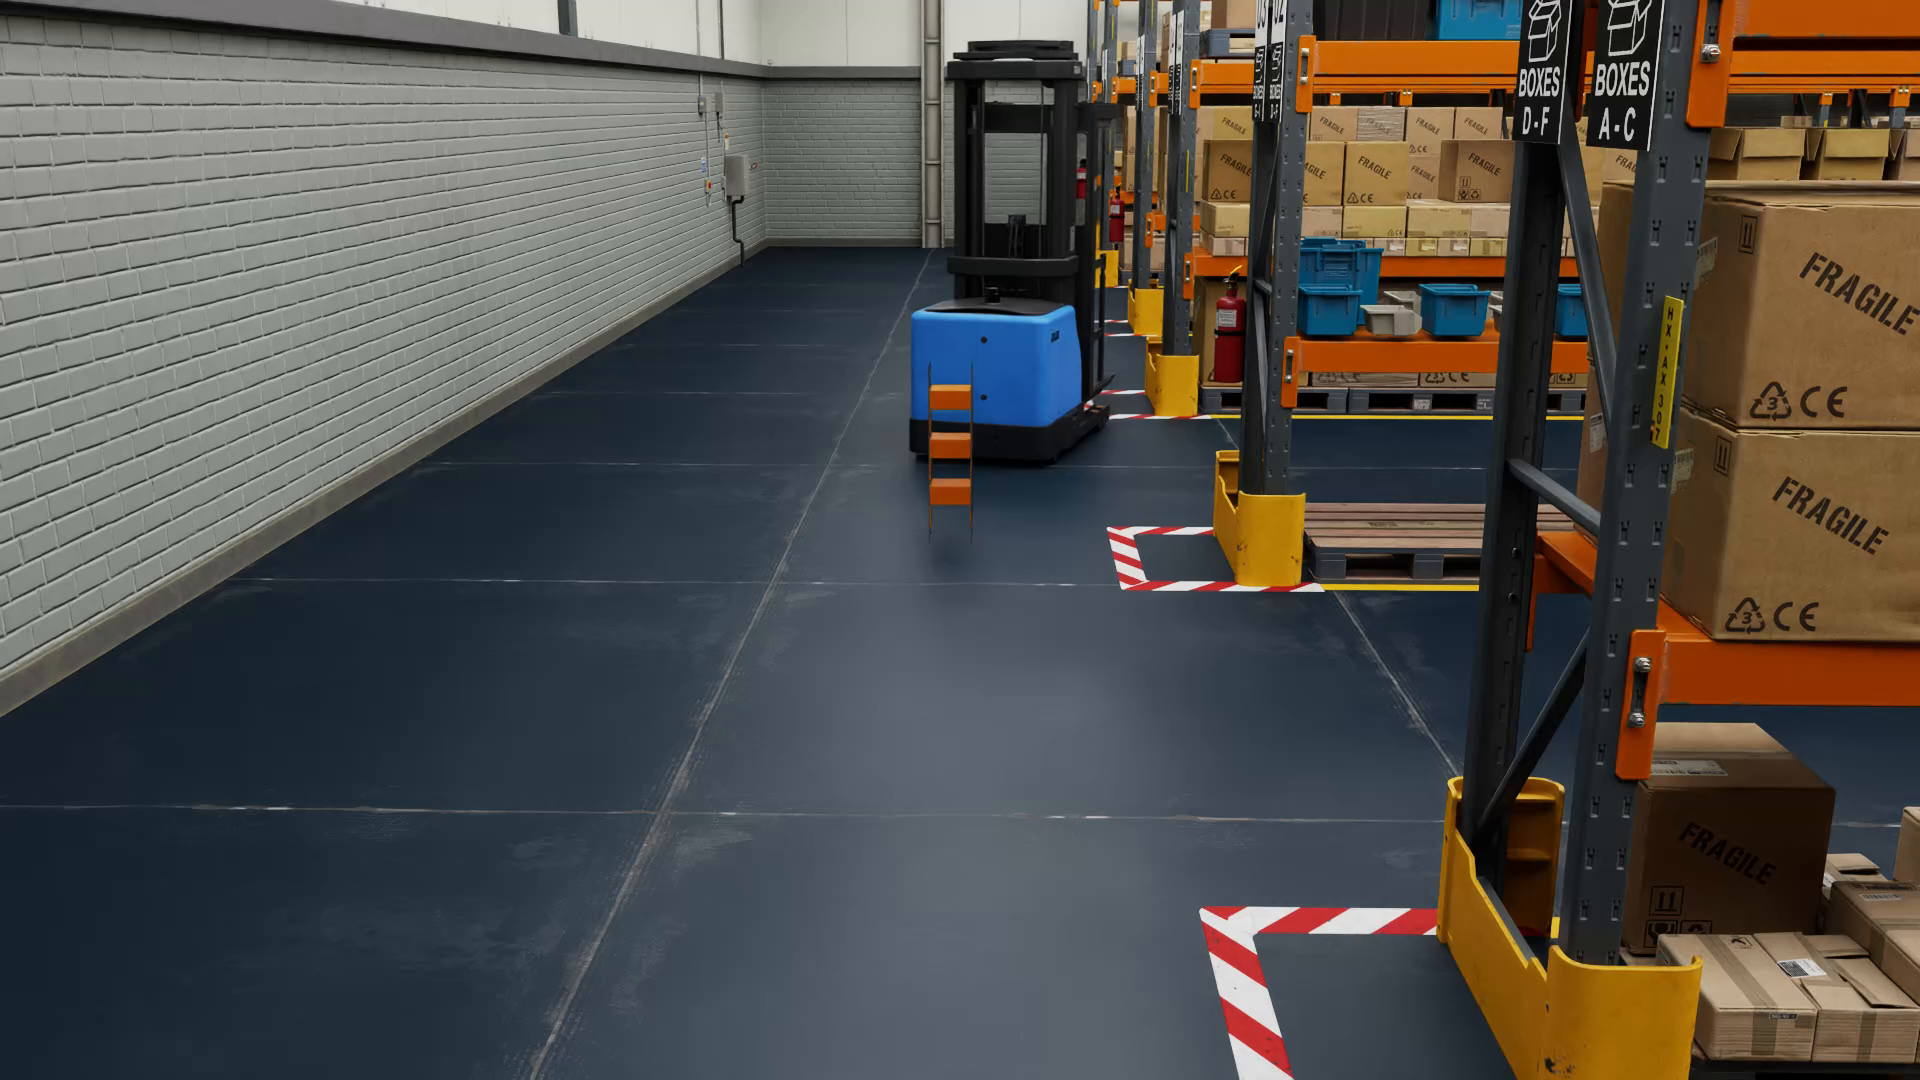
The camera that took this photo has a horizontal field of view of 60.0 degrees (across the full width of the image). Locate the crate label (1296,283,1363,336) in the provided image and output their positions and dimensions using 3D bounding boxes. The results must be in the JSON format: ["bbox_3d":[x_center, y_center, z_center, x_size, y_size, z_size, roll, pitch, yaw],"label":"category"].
[{"bbox_3d":[1.937,-1.215,8.774,0.303,0.233,0.416,0,15,1],"label":"crate label"}]

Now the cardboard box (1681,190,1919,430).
[{"bbox_3d":[2.005,-0.551,3.891,0.500,0.500,0.500,1,15,3],"label":"cardboard box"}]

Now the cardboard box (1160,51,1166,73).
[{"bbox_3d":[2.514,-5.322,18.545,0.500,0.250,0.500,0,15,0],"label":"cardboard box"}]

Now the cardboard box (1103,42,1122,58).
[{"bbox_3d":[2.638,-8.105,27.531,0.500,0.250,0.500,0,15,1],"label":"cardboard box"}]

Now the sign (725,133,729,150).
[{"bbox_3d":[-3.569,-6.095,25.441,0.001,0.242,0.339,0,15,1],"label":"sign"}]

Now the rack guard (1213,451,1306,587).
[{"bbox_3d":[1.674,-0.140,9.392,0.348,0.500,1.175,0,15,1],"label":"rack guard"}]

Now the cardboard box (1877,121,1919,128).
[{"bbox_3d":[10.498,-4.354,18.306,0.500,0.500,0.700,0,15,1],"label":"cardboard box"}]

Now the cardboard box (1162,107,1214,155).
[{"bbox_3d":[2.494,-4.484,18.218,0.500,0.500,0.500,0,15,1],"label":"cardboard box"}]

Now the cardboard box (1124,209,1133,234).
[{"bbox_3d":[2.810,-5.376,28.408,0.637,0.503,0.797,0,15,-1],"label":"cardboard box"}]

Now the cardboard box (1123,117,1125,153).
[{"bbox_3d":[2.566,-5.732,23.529,0.500,0.500,0.500,1,15,3],"label":"cardboard box"}]

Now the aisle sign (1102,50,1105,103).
[{"bbox_3d":[2.014,-6.479,23.421,0.004,0.787,0.394,0,15,1],"label":"aisle sign"}]

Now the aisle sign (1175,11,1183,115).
[{"bbox_3d":[1.745,-3.796,13.253,0.004,0.787,0.394,0,15,1],"label":"aisle sign"}]

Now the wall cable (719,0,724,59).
[{"bbox_3d":[-3.485,-8.929,25.968,0.133,3.039,2.988,0,15,1],"label":"wall cable"}]

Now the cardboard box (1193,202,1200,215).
[{"bbox_3d":[2.623,-3.681,18.405,0.250,0.149,0.380,1,15,3],"label":"cardboard box"}]

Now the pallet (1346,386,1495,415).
[{"bbox_3d":[3.842,-1.273,14.251,1.213,0.211,1.003,0,15,1],"label":"pallet"}]

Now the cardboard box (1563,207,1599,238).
[{"bbox_3d":[4.858,-2.599,13.523,0.500,0.250,0.500,1,15,3],"label":"cardboard box"}]

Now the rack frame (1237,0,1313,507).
[{"bbox_3d":[1.698,-1.352,9.085,0.127,3.000,1.000,0,15,1],"label":"rack frame"}]

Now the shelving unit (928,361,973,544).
[{"bbox_3d":[-0.054,-0.508,9.707,0.252,1.050,0.215,0,15,1],"label":"shelving unit"}]

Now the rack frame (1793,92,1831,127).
[{"bbox_3d":[14.197,-6.330,27.953,0.127,3.000,1.000,0,15,1],"label":"rack frame"}]

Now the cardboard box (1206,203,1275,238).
[{"bbox_3d":[2.298,-2.615,13.581,0.500,0.250,0.500,0,15,0],"label":"cardboard box"}]

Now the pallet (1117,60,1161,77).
[{"bbox_3d":[2.820,-6.548,23.072,1.213,0.211,1.003,0,15,1],"label":"pallet"}]

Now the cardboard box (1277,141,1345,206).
[{"bbox_3d":[2.797,-2.974,13.473,0.500,0.500,0.500,0,15,0],"label":"cardboard box"}]

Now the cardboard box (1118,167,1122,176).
[{"bbox_3d":[2.778,-6.225,28.047,0.250,0.149,0.380,1,15,3],"label":"cardboard box"}]

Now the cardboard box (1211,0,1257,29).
[{"bbox_3d":[2.346,-4.376,13.450,0.500,0.500,0.700,-1,15,-2],"label":"cardboard box"}]

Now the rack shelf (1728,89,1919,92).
[{"bbox_3d":[12.075,-6.180,22.914,4.000,0.370,1.077,0,15,1],"label":"rack shelf"}]

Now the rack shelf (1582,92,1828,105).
[{"bbox_3d":[12.198,-7.446,27.712,4.000,0.370,1.077,0,15,1],"label":"rack shelf"}]

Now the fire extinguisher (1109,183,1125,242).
[{"bbox_3d":[1.812,-3.781,19.174,0.183,0.674,0.296,0,15,1],"label":"fire extinguisher"}]

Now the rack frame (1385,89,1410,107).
[{"bbox_3d":[6.076,-5.116,23.353,0.127,3.000,1.000,0,15,1],"label":"rack frame"}]

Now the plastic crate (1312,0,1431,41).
[{"bbox_3d":[2.076,-2.666,8.440,0.590,0.269,0.497,0,15,1],"label":"plastic crate"}]

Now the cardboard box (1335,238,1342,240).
[{"bbox_3d":[2.944,-2.403,13.561,0.250,0.149,0.380,0,15,1],"label":"cardboard box"}]

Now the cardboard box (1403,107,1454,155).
[{"bbox_3d":[5.057,-4.465,18.145,0.500,0.500,0.500,0,15,0],"label":"cardboard box"}]

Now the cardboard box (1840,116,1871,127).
[{"bbox_3d":[12.524,-5.847,23.249,0.250,0.149,0.380,1,15,5],"label":"cardboard box"}]

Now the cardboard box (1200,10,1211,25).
[{"bbox_3d":[2.625,-5.625,17.934,0.250,0.149,0.380,1,15,4],"label":"cardboard box"}]

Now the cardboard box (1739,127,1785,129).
[{"bbox_3d":[11.040,-5.422,22.909,0.500,0.500,0.500,1,15,4],"label":"cardboard box"}]

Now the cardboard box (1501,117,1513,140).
[{"bbox_3d":[7.520,-5.572,22.923,0.500,0.500,0.500,0,15,0],"label":"cardboard box"}]

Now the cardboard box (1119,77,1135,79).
[{"bbox_3d":[2.776,-7.681,27.685,0.250,0.149,0.380,1,15,2],"label":"cardboard box"}]

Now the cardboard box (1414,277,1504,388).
[{"bbox_3d":[4.266,-1.795,14.107,0.875,0.875,0.875,0,15,1],"label":"cardboard box"}]

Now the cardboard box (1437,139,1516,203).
[{"bbox_3d":[4.339,-3.099,13.946,0.500,0.500,0.500,0,15,0],"label":"cardboard box"}]

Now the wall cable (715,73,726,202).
[{"bbox_3d":[-3.535,-6.026,24.810,0.122,1.984,0.588,0,15,1],"label":"wall cable"}]

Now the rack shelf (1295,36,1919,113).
[{"bbox_3d":[3.698,-2.442,8.745,4.000,0.370,1.077,0,15,1],"label":"rack shelf"}]

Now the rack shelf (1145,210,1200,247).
[{"bbox_3d":[4.052,-3.519,18.707,4.000,0.370,1.077,0,15,1],"label":"rack shelf"}]

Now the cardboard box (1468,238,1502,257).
[{"bbox_3d":[4.225,-2.394,13.528,0.250,0.149,0.380,0,15,1],"label":"cardboard box"}]

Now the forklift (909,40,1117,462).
[{"bbox_3d":[0.565,-2.306,12.835,1.130,2.935,3.031,5,15,17],"label":"forklift"}]

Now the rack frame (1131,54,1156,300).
[{"bbox_3d":[2.052,-3.879,18.664,0.127,3.000,1.000,0,15,1],"label":"rack frame"}]

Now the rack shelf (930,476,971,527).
[{"bbox_3d":[-0.054,-0.229,9.781,0.240,0.259,0.215,0,15,1],"label":"rack shelf"}]

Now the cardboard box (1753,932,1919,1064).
[{"bbox_3d":[2.228,1.160,4.254,0.250,0.166,0.380,0,15,1],"label":"cardboard box"}]
